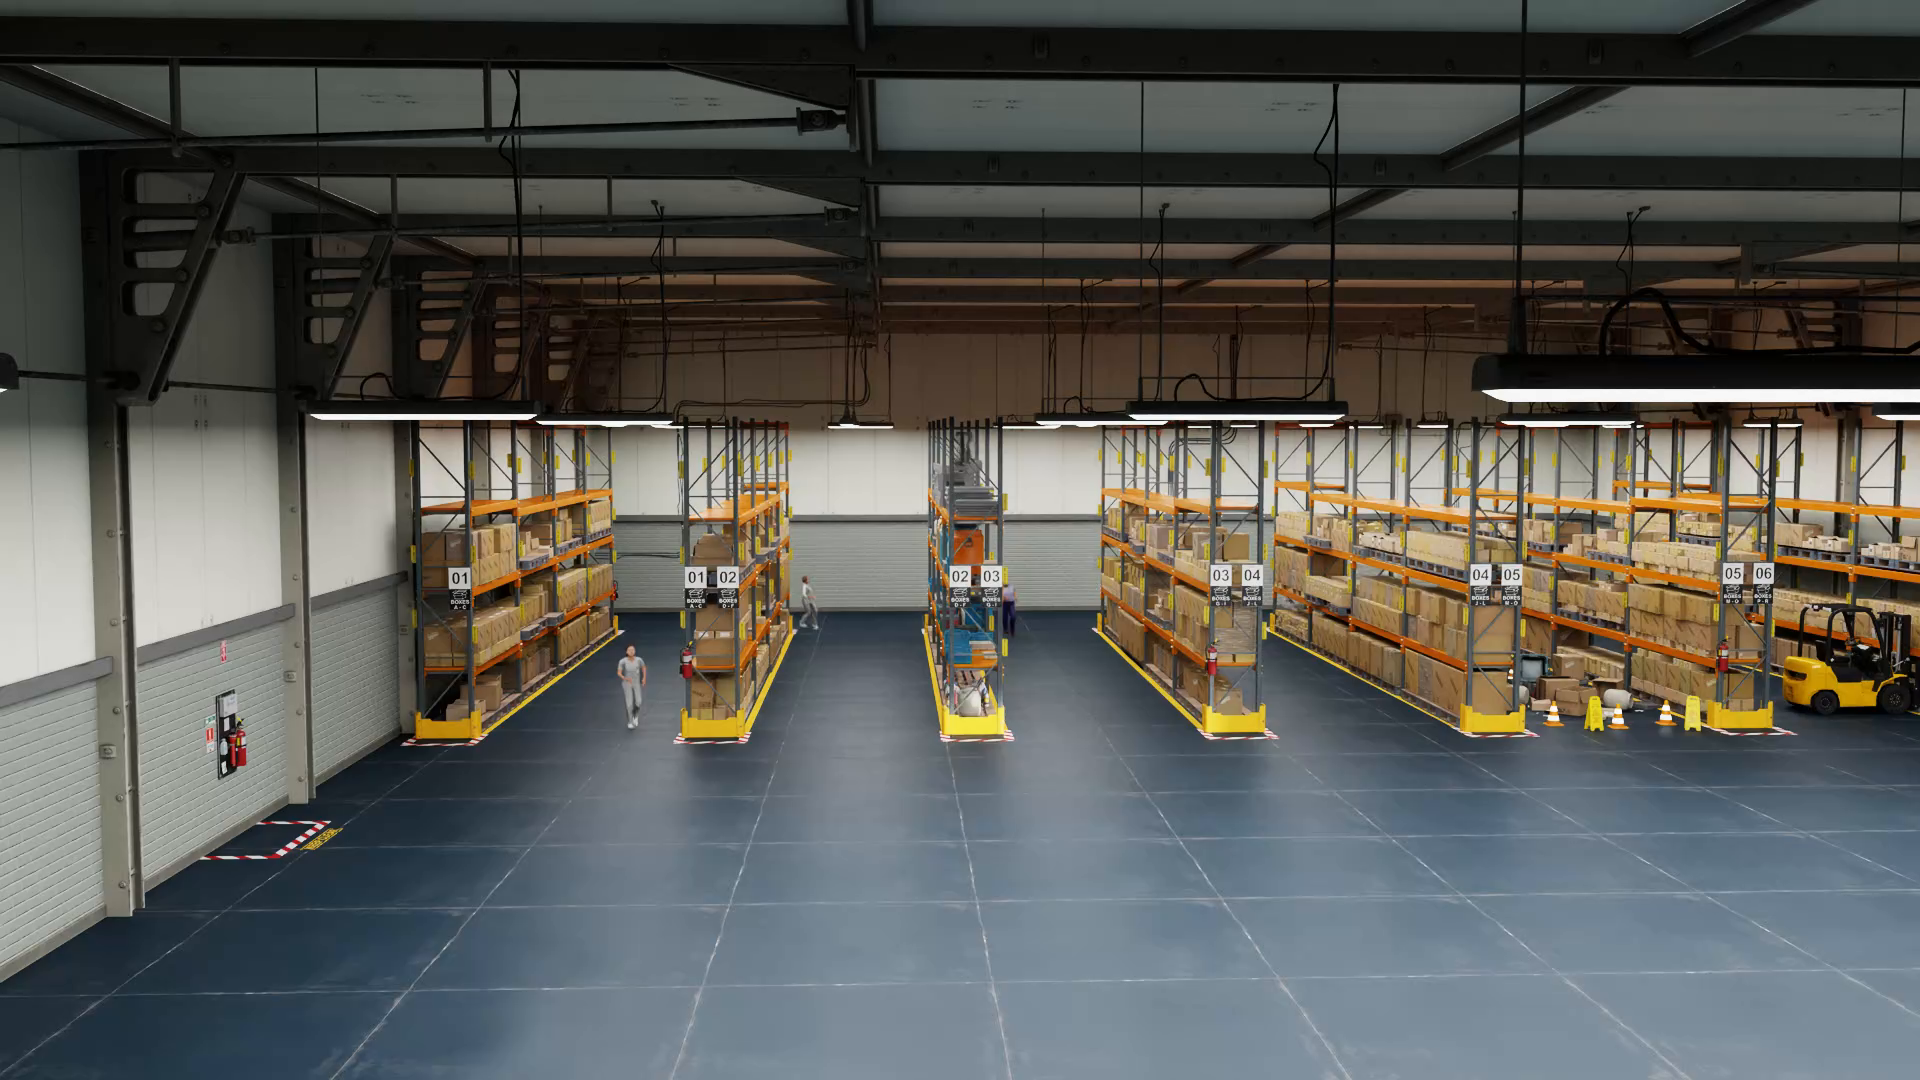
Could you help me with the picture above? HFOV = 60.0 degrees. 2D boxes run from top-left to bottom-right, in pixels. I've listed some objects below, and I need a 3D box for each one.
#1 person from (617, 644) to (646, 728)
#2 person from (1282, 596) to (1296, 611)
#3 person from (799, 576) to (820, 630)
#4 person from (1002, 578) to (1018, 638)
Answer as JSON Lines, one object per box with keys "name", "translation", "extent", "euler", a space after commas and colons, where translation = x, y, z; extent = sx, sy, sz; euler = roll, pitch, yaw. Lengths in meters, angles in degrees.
{"name": "person", "translation": [-6.288, 2.813, 31.972], "extent": [0.582, 1.630, 0.579], "euler": [-2, 4, -22]}
{"name": "person", "translation": [9.859, 1.622, 49.549], "extent": [0.622, 1.746, 0.667], "euler": [-2, 4, -24]}
{"name": "person", "translation": [-4.413, 1.823, 48.039], "extent": [0.659, 1.576, 0.538], "euler": [1, 4, 18]}
{"name": "person", "translation": [1.299, 1.890, 46.451], "extent": [0.636, 1.721, 0.691], "euler": [-1, 4, -16]}
